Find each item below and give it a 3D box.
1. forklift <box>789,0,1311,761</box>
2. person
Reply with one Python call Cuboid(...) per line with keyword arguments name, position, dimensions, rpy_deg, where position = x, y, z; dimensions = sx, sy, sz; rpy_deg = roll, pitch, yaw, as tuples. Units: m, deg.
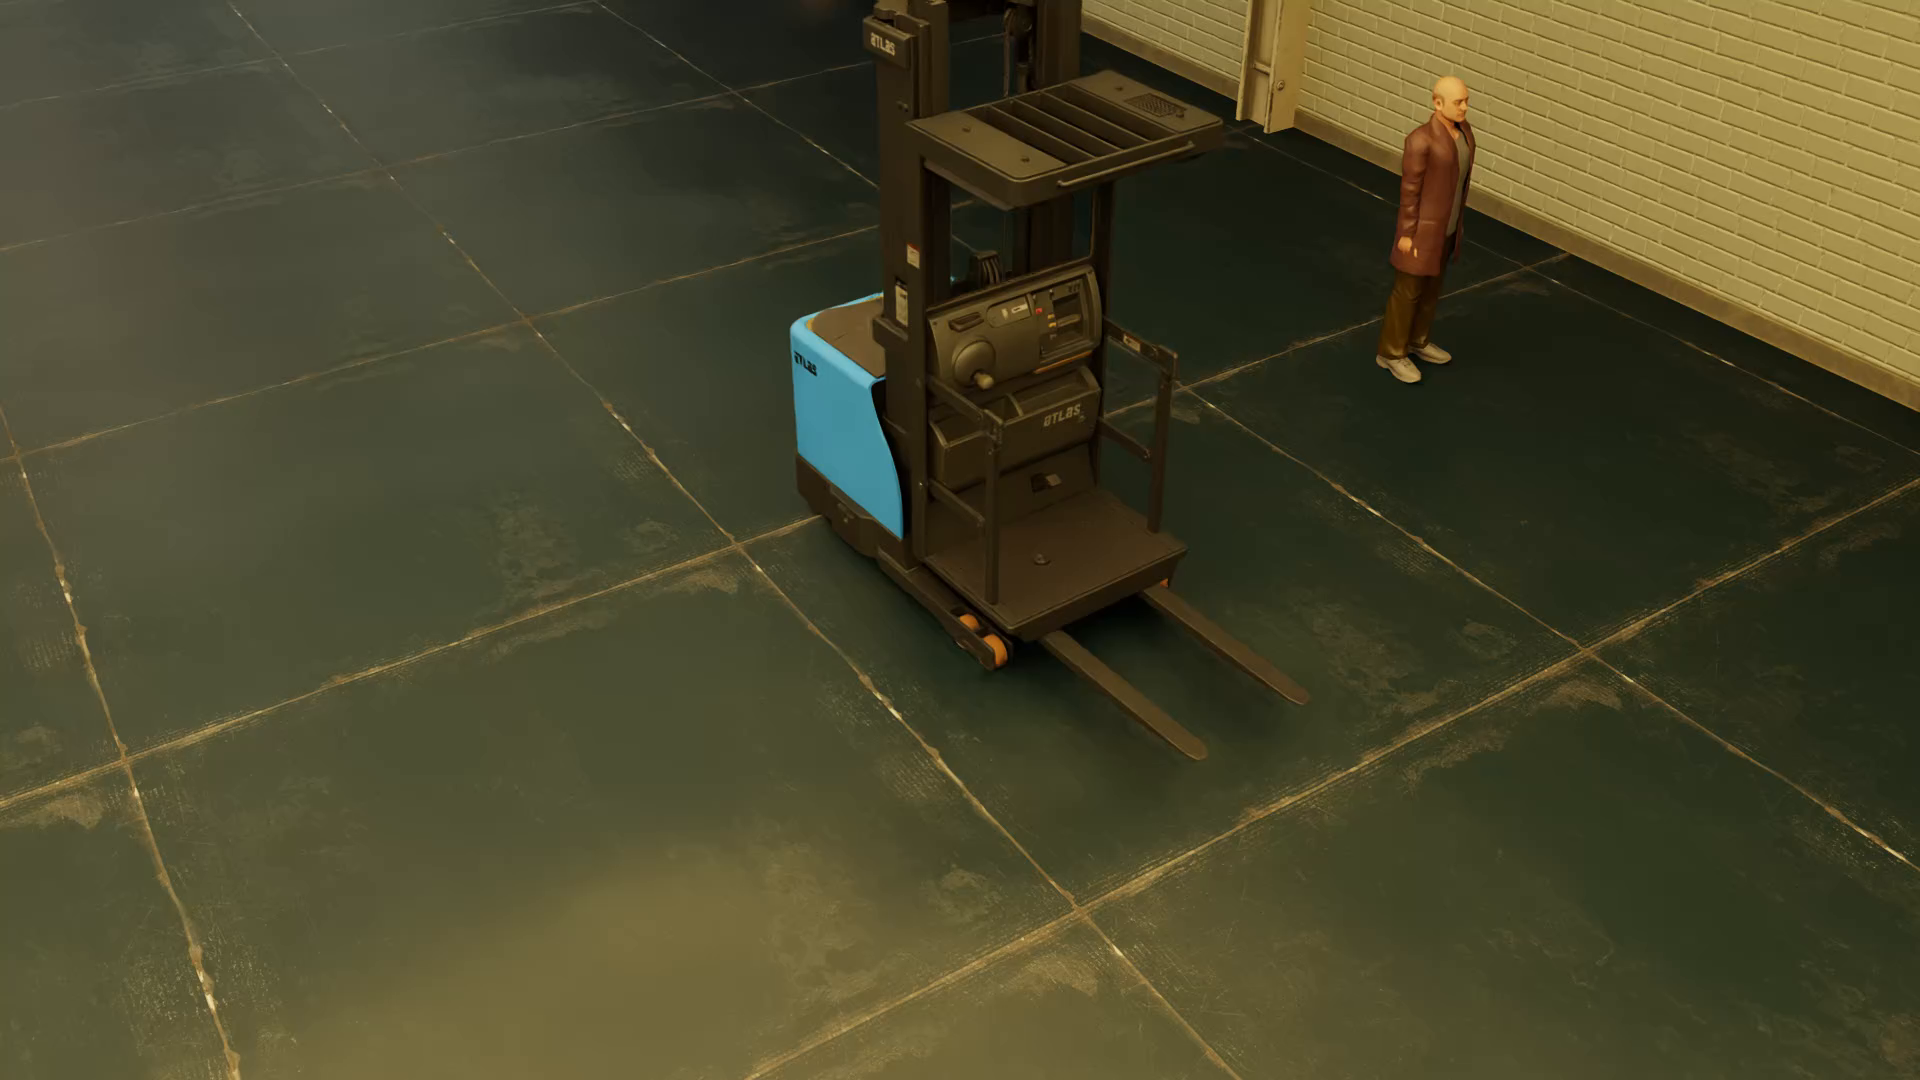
Cuboid(name="forklift", position=(0.389, -0.907, 7.439), dimensions=(1.130, 2.935, 3.031), rpy_deg=(-23, 41, -29))
Cuboid(name="person", position=(2.789, -1.828, 9.748), dimensions=(0.547, 1.782, 0.389), rpy_deg=(-29, 45, -35))
